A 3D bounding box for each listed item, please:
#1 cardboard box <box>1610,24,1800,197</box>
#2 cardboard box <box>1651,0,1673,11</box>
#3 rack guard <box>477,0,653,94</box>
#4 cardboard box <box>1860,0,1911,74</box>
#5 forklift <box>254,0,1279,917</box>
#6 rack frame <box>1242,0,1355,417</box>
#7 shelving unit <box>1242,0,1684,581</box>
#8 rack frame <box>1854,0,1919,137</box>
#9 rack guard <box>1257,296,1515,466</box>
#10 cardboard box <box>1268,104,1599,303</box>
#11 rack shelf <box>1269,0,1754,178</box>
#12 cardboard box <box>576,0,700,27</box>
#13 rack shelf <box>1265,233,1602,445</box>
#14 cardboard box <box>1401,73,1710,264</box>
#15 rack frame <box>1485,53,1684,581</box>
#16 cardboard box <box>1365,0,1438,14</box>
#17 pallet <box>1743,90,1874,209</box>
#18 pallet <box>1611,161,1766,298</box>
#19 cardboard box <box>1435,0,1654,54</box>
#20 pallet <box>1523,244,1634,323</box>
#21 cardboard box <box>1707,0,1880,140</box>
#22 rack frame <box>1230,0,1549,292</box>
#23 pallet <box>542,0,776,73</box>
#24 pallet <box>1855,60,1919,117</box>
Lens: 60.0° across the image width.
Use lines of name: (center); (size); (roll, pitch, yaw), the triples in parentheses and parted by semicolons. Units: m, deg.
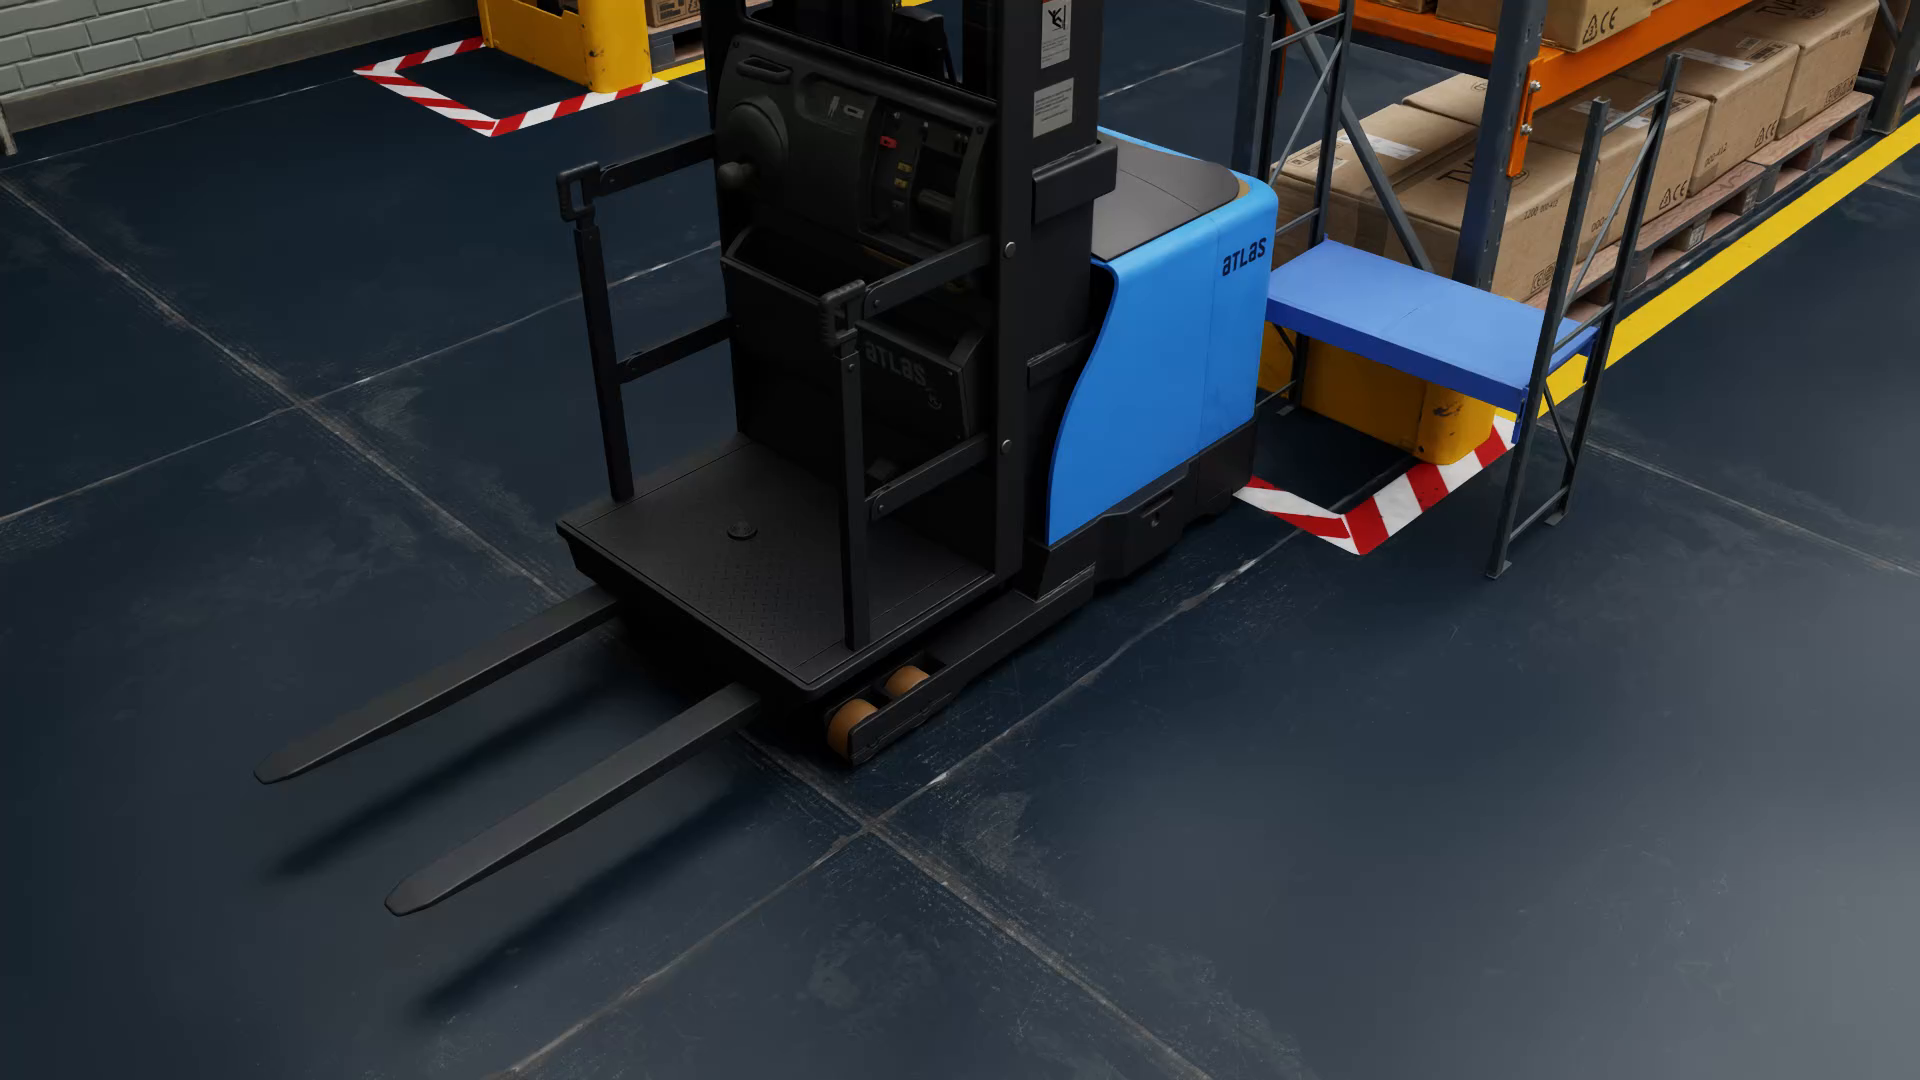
cardboard box: (3.021, -1.951, 7.298); (0.875, 0.438, 0.875); (28, 44, 34)
cardboard box: (2.230, -2.118, 5.577); (0.500, 0.500, 0.500); (29, 44, 35)
rack guard: (-2.120, -2.785, 8.807); (1.175, 0.500, 0.348); (30, 45, 35)
cardboard box: (4.550, -2.989, 8.404); (0.875, 0.875, 0.875); (-28, 44, -34)
forklift: (-0.433, -0.945, 4.043); (1.130, 2.935, 3.031); (29, 44, 35)
rack frame: (1.037, -0.995, 5.366); (0.032, 1.500, 0.500); (28, 43, 34)
shelving unit: (1.413, -0.799, 5.085); (1.048, 1.500, 0.538); (28, 43, 34)
rack frame: (4.170, -3.405, 7.510); (1.000, 3.000, 0.127); (30, 45, 35)
rack guard: (1.335, -0.746, 5.882); (1.175, 0.500, 0.348); (30, 45, 35)
cardboard box: (1.746, -1.210, 6.236); (0.875, 0.438, 0.875); (28, 44, 34)
rack shelf: (2.761, -2.298, 6.551); (1.077, 0.370, 4.000); (30, 45, 35)
cardboard box: (-1.675, -3.138, 8.943); (0.797, 0.503, 0.637); (28, 43, 34)
rack shelf: (1.413, -0.652, 5.187); (1.000, 0.185, 0.538); (28, 43, 34)
cardboard box: (2.385, -1.585, 6.774); (0.875, 0.438, 0.875); (-29, 44, -34)
rack frame: (1.788, -0.603, 4.803); (0.032, 1.500, 0.500); (28, 43, 34)
cardboard box: (1.504, -2.124, 5.587); (0.500, 0.500, 0.500); (-30, 45, -35)
pallet: (3.579, -1.984, 7.910); (1.003, 0.211, 1.213); (30, 45, 35)
pallet: (2.719, -1.486, 7.196); (1.003, 0.211, 1.213); (30, 45, 35)
cardboard box: (1.894, -1.901, 5.266); (0.500, 0.500, 0.500); (29, 44, 35)
pallet: (1.859, -0.993, 6.490); (1.003, 0.211, 1.213); (30, 45, 35)
cardboard box: (3.651, -2.314, 7.819); (0.875, 0.438, 0.875); (29, 44, 35)
rack frame: (1.352, -1.781, 5.181); (1.000, 3.000, 0.127); (30, 45, 35)
pallet: (-1.559, -2.991, 9.354); (1.003, 0.211, 1.213); (30, 45, 35)
pallet: (4.660, -2.605, 8.800); (1.003, 0.211, 1.213); (30, 45, 35)
